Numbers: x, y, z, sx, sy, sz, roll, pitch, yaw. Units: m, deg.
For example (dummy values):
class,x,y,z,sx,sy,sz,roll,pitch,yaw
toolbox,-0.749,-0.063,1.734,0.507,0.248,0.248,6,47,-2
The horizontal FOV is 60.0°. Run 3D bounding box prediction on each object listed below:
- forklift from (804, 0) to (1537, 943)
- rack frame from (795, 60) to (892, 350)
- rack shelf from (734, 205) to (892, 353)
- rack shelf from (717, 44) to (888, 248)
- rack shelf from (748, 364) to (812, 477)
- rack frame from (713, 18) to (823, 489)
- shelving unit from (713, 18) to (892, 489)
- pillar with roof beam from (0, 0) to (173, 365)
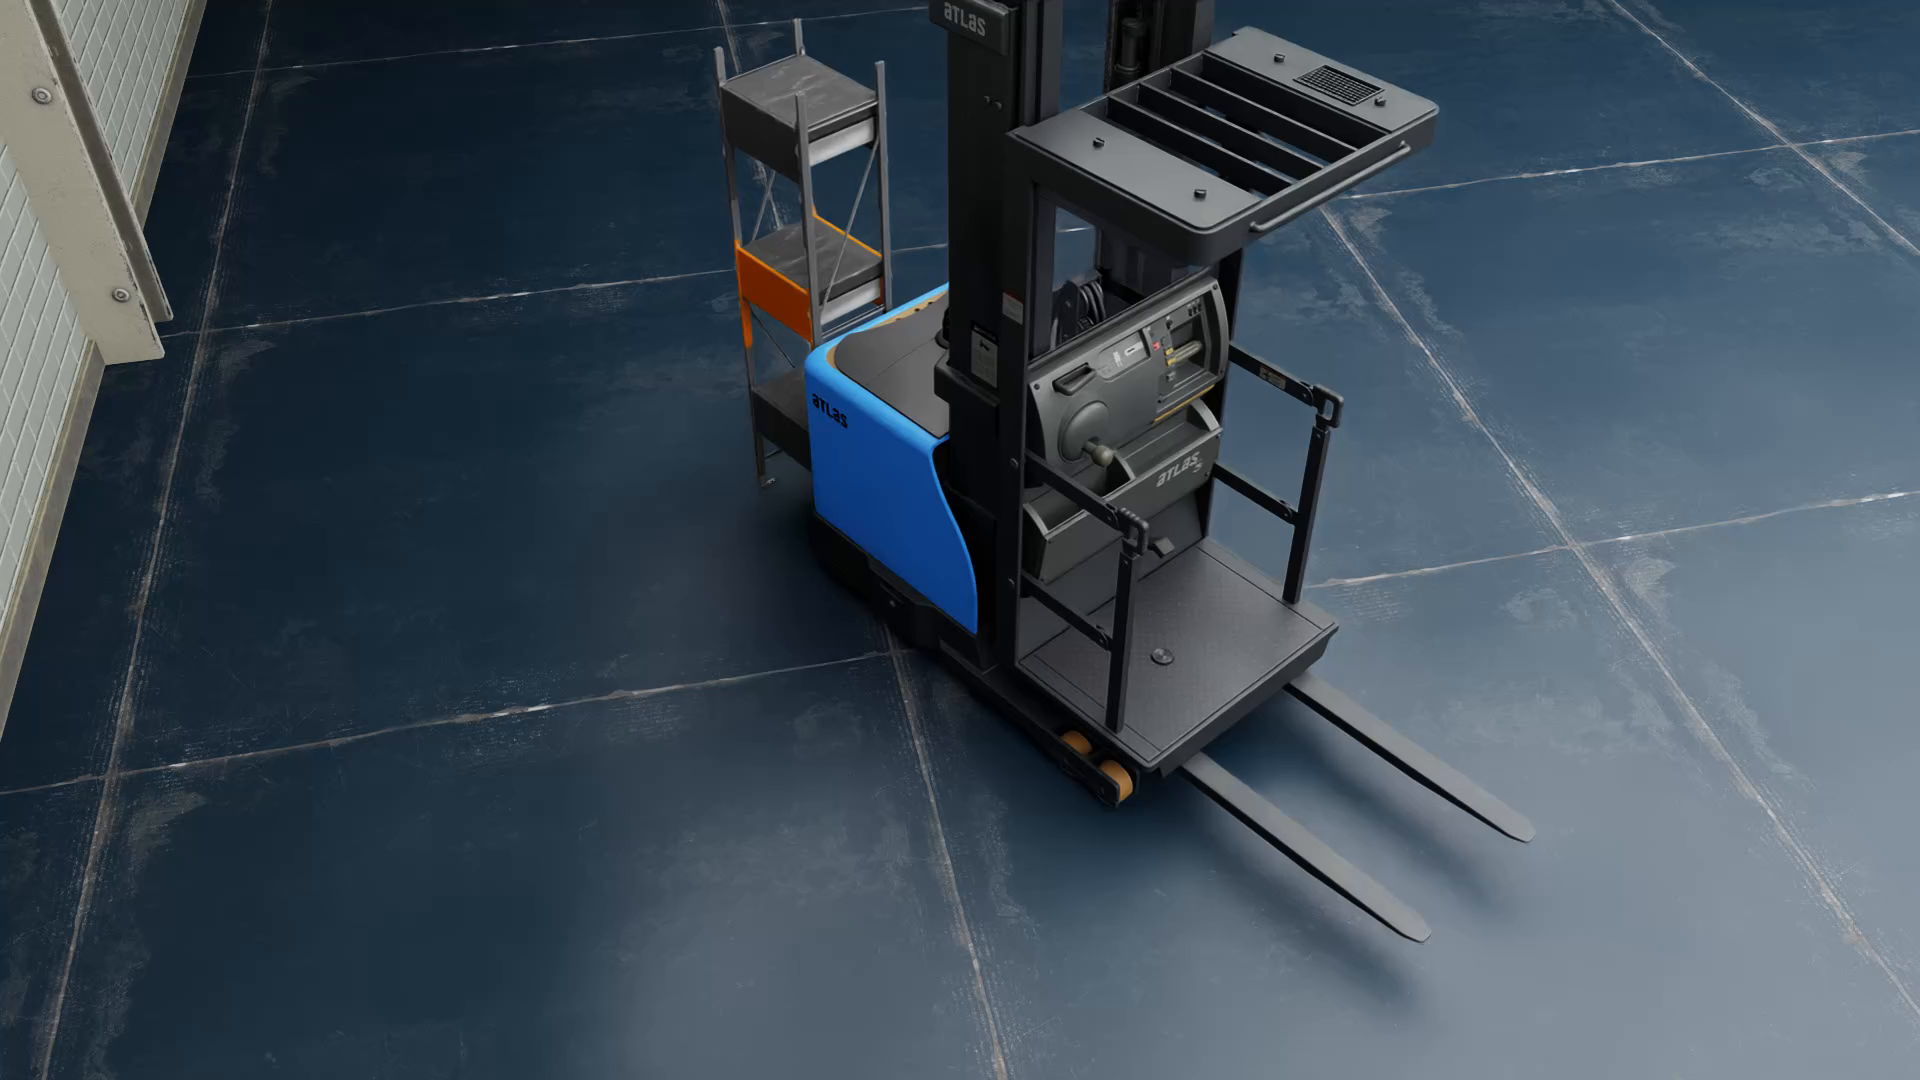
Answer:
class,x,y,z,sx,sy,sz,roll,pitch,yaw
forklift,0.738,-0.505,5.612,1.130,2.935,3.031,-31,50,-30
rack frame,-0.429,-0.868,6.647,0.400,2.100,0.015,-31,50,-30
rack shelf,-0.593,-0.978,6.791,0.431,0.518,0.480,-31,50,-30
rack shelf,-0.593,-1.502,6.326,0.431,0.518,0.480,-31,50,-30
rack shelf,-0.593,-0.455,7.255,0.431,0.518,0.480,-31,50,-30
rack frame,-0.757,-1.108,6.917,0.400,2.100,0.015,-31,50,-30
shelving unit,-0.593,-0.988,6.782,0.431,2.100,0.503,-31,50,-30
pillar with roof beam,0.047,-4.994,6.098,9.100,9.000,0.400,-8,42,-9
